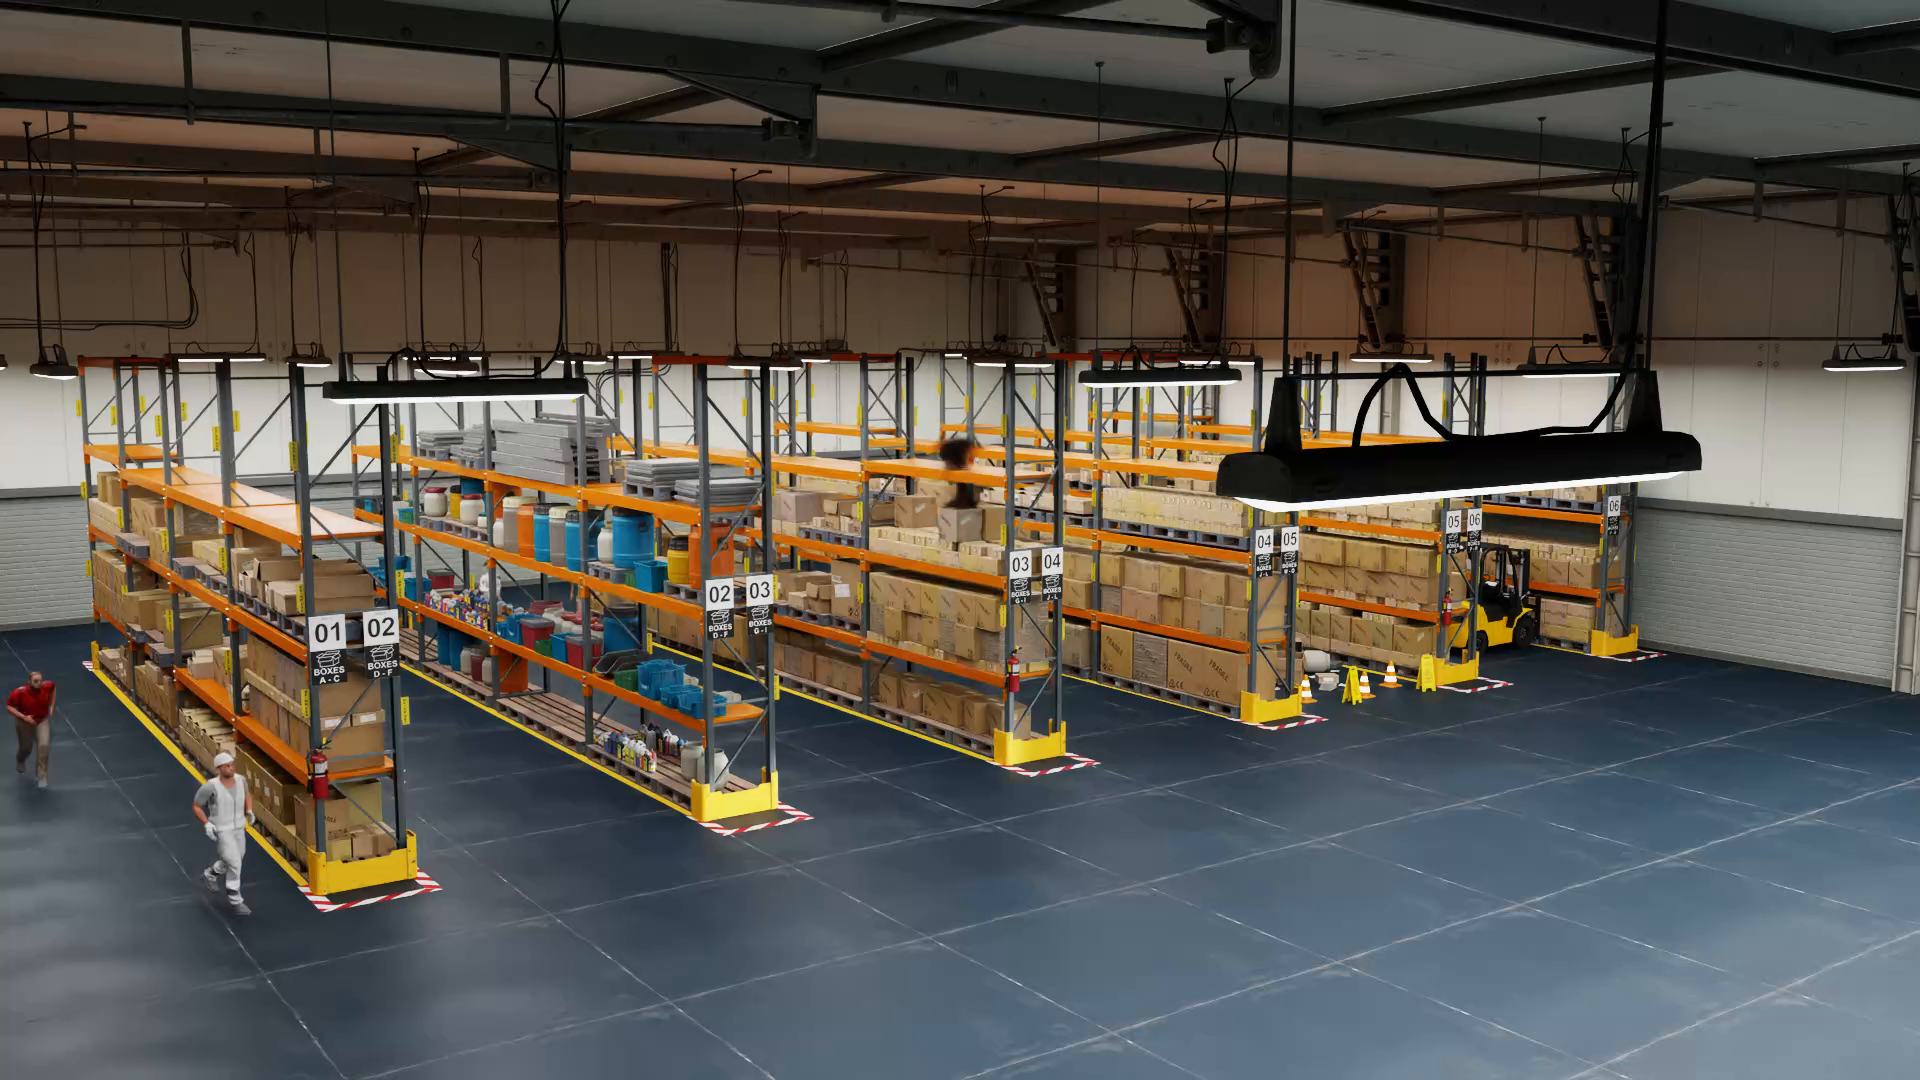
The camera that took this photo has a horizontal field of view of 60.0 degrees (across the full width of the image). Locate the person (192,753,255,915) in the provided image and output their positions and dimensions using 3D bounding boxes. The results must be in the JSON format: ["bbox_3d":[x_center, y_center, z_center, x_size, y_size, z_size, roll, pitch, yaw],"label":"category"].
[{"bbox_3d":[-8.187,3.222,18.470,0.822,1.802,0.659,4,8,32],"label":"person"}]

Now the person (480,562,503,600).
[{"bbox_3d":[-9.801,1.272,34.785,0.580,1.740,0.846,-6,9,-43],"label":"person"}]

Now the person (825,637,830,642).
[{"bbox_3d":[-2.670,1.493,33.226,0.712,1.651,0.772,-6,9,-43],"label":"person"}]

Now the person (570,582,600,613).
[{"bbox_3d":[-7.923,1.316,35.100,0.598,1.509,1.009,-3,7,-20],"label":"person"}]

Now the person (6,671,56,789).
[{"bbox_3d":[-13.292,2.662,23.777,1.024,1.694,0.696,6,9,42],"label":"person"}]
